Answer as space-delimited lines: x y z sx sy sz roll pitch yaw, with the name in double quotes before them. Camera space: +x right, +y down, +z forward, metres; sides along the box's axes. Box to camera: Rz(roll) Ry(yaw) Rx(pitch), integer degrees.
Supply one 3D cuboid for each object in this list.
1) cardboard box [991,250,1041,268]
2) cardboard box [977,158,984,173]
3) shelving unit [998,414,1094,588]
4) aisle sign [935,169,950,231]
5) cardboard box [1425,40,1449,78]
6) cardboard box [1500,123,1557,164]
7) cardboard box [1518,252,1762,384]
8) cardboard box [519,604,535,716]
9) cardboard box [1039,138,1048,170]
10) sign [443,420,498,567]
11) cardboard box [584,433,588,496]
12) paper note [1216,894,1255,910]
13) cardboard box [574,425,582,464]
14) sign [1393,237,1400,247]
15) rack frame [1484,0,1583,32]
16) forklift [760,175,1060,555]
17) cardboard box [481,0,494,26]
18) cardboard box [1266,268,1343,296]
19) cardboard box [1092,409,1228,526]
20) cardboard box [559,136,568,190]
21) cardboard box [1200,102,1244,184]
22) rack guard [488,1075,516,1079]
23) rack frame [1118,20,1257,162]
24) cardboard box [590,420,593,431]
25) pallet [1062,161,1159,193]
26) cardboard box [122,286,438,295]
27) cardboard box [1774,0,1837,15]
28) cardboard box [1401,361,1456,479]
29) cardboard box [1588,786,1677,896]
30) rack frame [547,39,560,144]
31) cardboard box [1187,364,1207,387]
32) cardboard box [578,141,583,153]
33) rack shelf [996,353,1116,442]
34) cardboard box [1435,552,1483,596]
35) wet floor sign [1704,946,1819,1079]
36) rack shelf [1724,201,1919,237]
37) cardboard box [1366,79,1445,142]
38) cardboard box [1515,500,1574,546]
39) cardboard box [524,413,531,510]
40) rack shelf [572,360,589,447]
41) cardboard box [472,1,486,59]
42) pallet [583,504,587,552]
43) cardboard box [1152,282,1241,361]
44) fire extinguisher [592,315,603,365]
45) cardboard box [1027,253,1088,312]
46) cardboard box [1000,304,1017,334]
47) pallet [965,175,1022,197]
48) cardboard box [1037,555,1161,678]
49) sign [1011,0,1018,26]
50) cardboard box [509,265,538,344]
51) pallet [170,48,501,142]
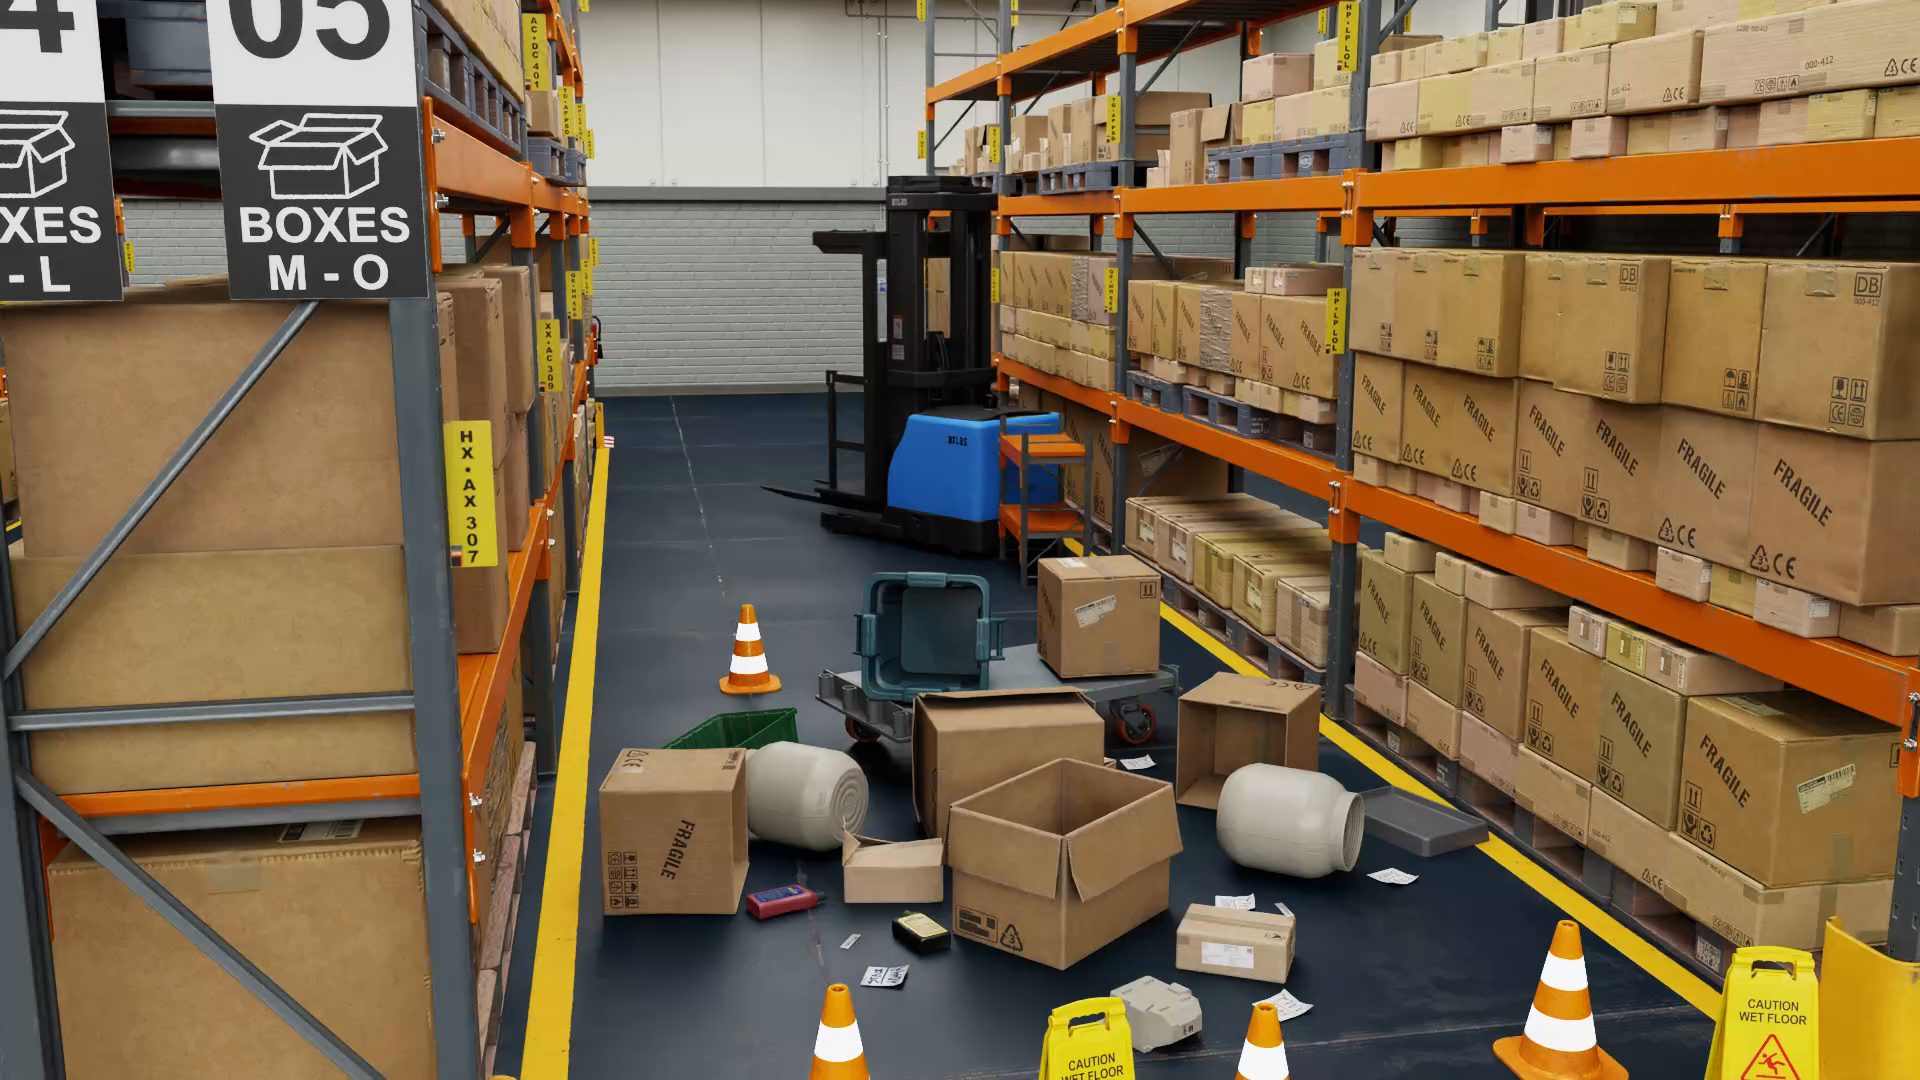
"cardboard box" 0.512 -2.634 16.571 0.500 0.500 0.500 -2 11 -11
"cardboard box" 0.385 -3.777 16.776 0.380 0.149 0.250 -2 11 -10
"shelving unit" 0.619 -0.310 12.317 0.538 1.125 1.048 -1 11 -7
"aisle sign" -0.202 -4.031 19.898 0.394 0.787 0.004 -2 11 -11
"cardboard box" 2.293 -2.127 7.365 0.380 0.149 0.250 -2 11 -13
"cardboard box" 2.415 -1.594 6.700 0.380 0.149 0.250 -2 11 -12
"cardboard box" 2.643 -0.868 6.497 0.700 0.500 0.500 -2 11 -11
"cardboard box" -2.614 0.437 8.272 1.050 0.750 0.750 -2 11 -11
"cardboard box" 0.886 -3.283 14.138 0.396 0.266 0.258 -1 11 -6
"sign" -1.082 -0.101 3.678 0.100 0.325 0.005 -2 11 -11
"cardboard box" -3.570 -0.670 14.759 0.500 0.500 0.500 -2 11 -12
"paper note" 1.054 1.386 6.365 0.148 0.019 0.142 2 11 9
"cardboard box" -3.262 -0.751 13.178 0.500 0.250 0.500 -2 11 -11
"sign" 5.513 -3.673 21.028 0.100 0.325 0.005 -2 11 -11
"rack frame" 5.743 -5.145 16.663 1.000 3.000 0.127 -2 11 -11
"forklift" -0.528 -1.542 13.957 1.130 2.935 3.031 -10 15 -42
"cardboard box" -1.765 -1.795 5.296 0.500 0.250 0.500 -2 11 -11
"cardboard box" 1.972 -1.473 9.490 0.380 0.149 0.250 -2 11 -13
"cardboard box" 1.599 -0.576 13.259 0.875 0.875 0.875 -2 11 -12
"cardboard box" -3.034 -2.722 11.686 0.500 0.500 0.500 -2 11 -11
"cardboard box" 1.977 -2.529 10.663 0.797 0.503 0.637 -2 11 -11
"rack guard" -1.623 1.615 3.876 1.175 0.500 0.348 -2 11 -11
"rack frame" 1.652 -4.231 11.857 1.000 3.000 0.127 -2 11 -11
"cardboard box" -4.141 -1.228 17.832 0.380 0.149 0.250 -2 11 -10
"pallet" 1.475 -2.780 12.765 1.213 0.211 1.003 -2 11 -8
"cardboard box" -1.859 -0.389 4.428 0.875 0.550 0.550 -2 11 -11
"cardboard box" 2.773 -1.704 5.145 0.380 0.149 0.250 -2 11 -12
"cardboard box" 2.363 -0.563 7.570 0.500 0.500 0.500 -2 11 -11
"cardboard box" 2.694 1.094 6.155 0.500 0.250 0.500 -2 11 -11
"rack frame" -3.183 -4.032 10.814 1.000 3.000 0.127 -2 11 -11
"cardboard box" 1.720 -1.103 11.016 0.380 0.149 0.250 -1 11 -8
"cardboard box" -4.226 -4.203 17.732 0.380 0.149 0.250 -2 11 -10
"rack shelf" 1.263 -1.297 14.412 1.077 0.370 4.000 -2 11 -11
"cardboard box" 2.347 0.145 7.404 0.380 0.149 0.250 -2 11 -9
"wet floor sign" 2.196 1.414 4.542 0.267 0.644 0.232 2 11 9
"rack shelf" 6.910 -2.218 11.229 1.077 0.370 4.000 -2 11 -11
"cardboard box" 2.247 -2.005 7.793 0.500 0.250 0.500 -2 11 -12
"cardboard box" 2.493 -0.077 6.750 0.380 0.149 0.250 -2 11 -11
"cardboard box" -2.322 -0.358 7.153 0.875 0.550 0.550 -2 11 -11
"rack shelf" -3.572 -1.098 13.369 1.077 0.370 4.000 -2 11 -11
"cardboard box" -1.625 -1.529 4.968 0.380 0.149 0.250 -2 11 -11
"pallet" -3.568 -0.082 13.562 1.003 0.211 1.213 -2 11 -11
"cardboard box" 1.621 -1.499 11.363 0.500 0.500 0.500 -2 11 -8
"fire extinguisher" -4.336 -2.394 19.457 0.296 0.674 0.183 -2 11 -11
"cardboard box" 0.899 -2.282 14.722 0.500 0.500 0.500 -2 11 -12
"cardboard box" 0.683 -2.098 15.762 0.500 0.250 0.500 -2 11 -13
"pallet" 0.492 -3.821 17.964 1.003 0.211 1.213 -2 11 -11
"cardboard box" 0.690 0.376 8.357 0.500 0.500 0.500 -2 11 -11
"sign" 0.631 -6.213 19.561 0.100 0.325 0.005 -2 11 -11
"cardboard box" -3.006 -1.450 10.350 0.700 0.500 0.500 -2 11 -12
"pallet" -2.023 -1.408 5.285 1.003 0.211 1.213 -2 11 -11
